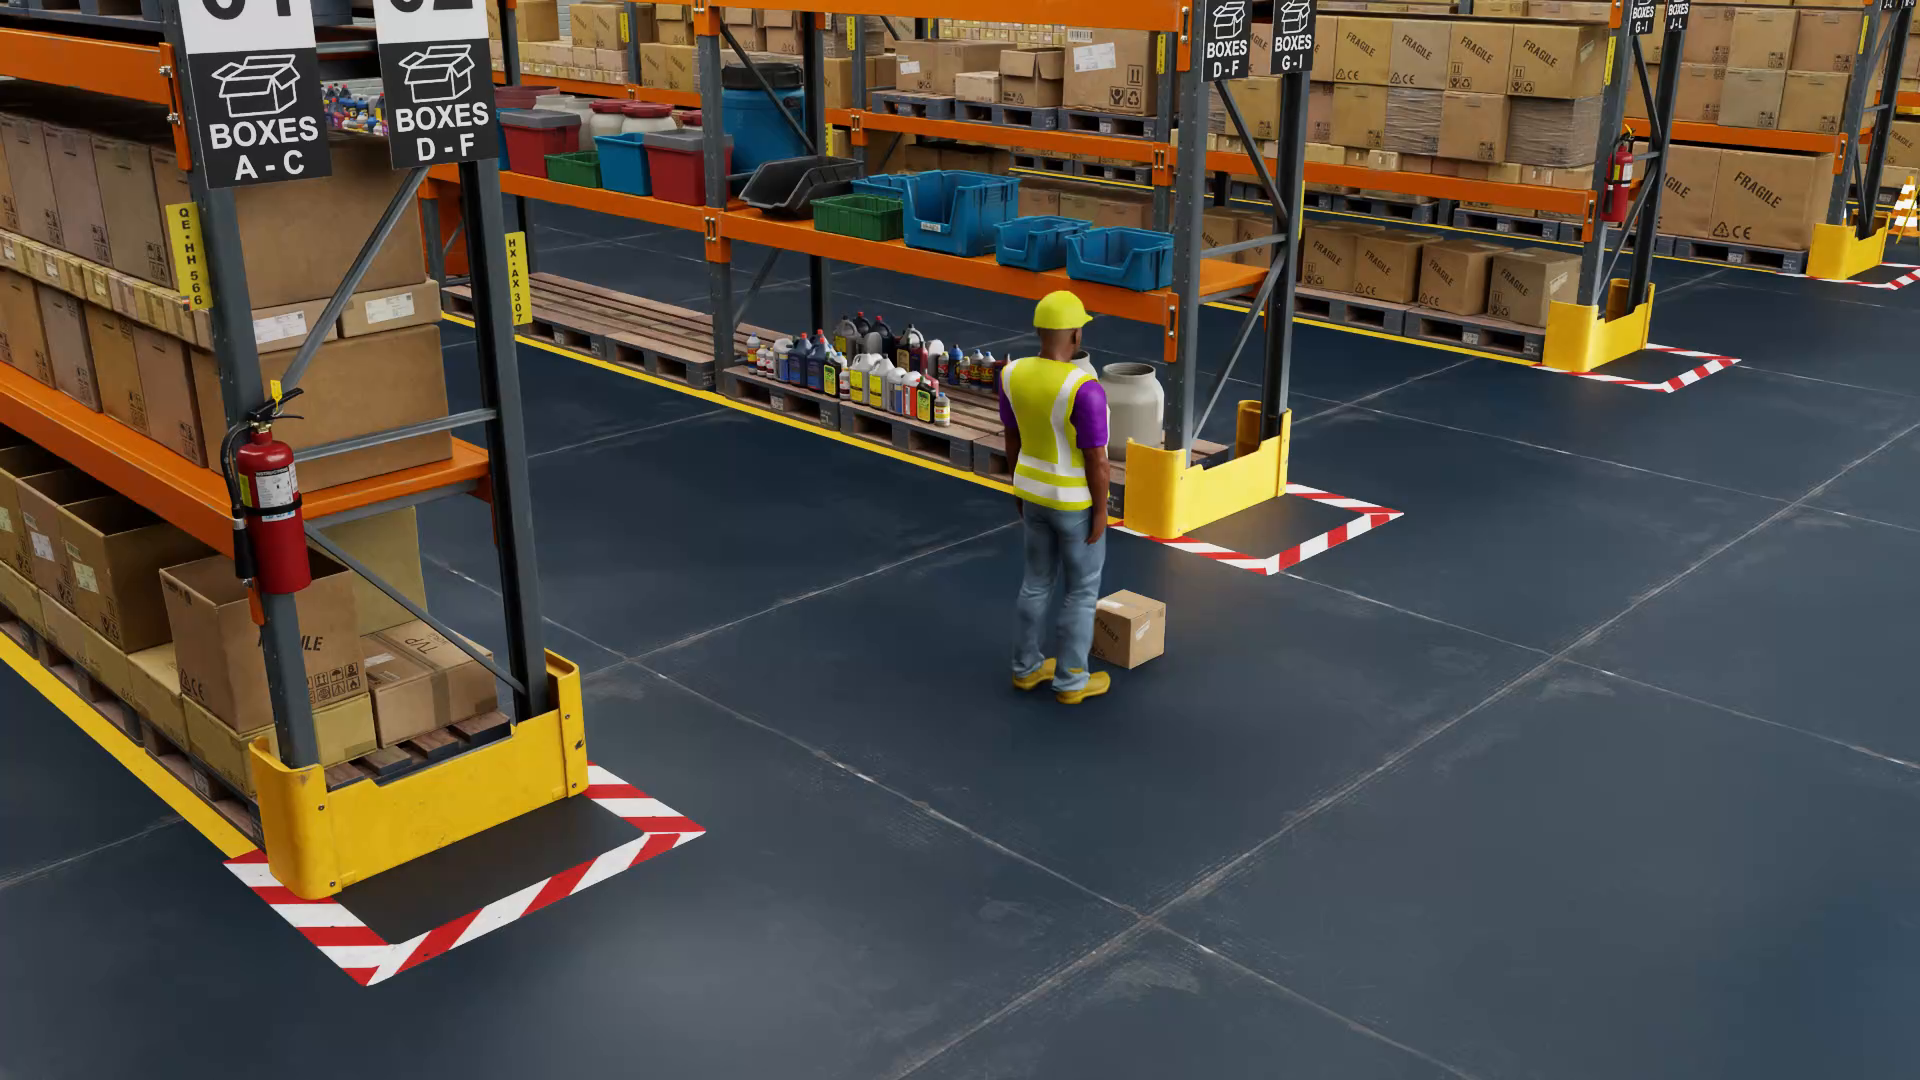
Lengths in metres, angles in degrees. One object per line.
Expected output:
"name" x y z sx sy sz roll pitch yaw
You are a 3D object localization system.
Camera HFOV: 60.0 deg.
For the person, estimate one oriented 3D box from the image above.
"person" 0.419 -0.179 7.036 0.365 1.760 0.563 -19 28 -41
